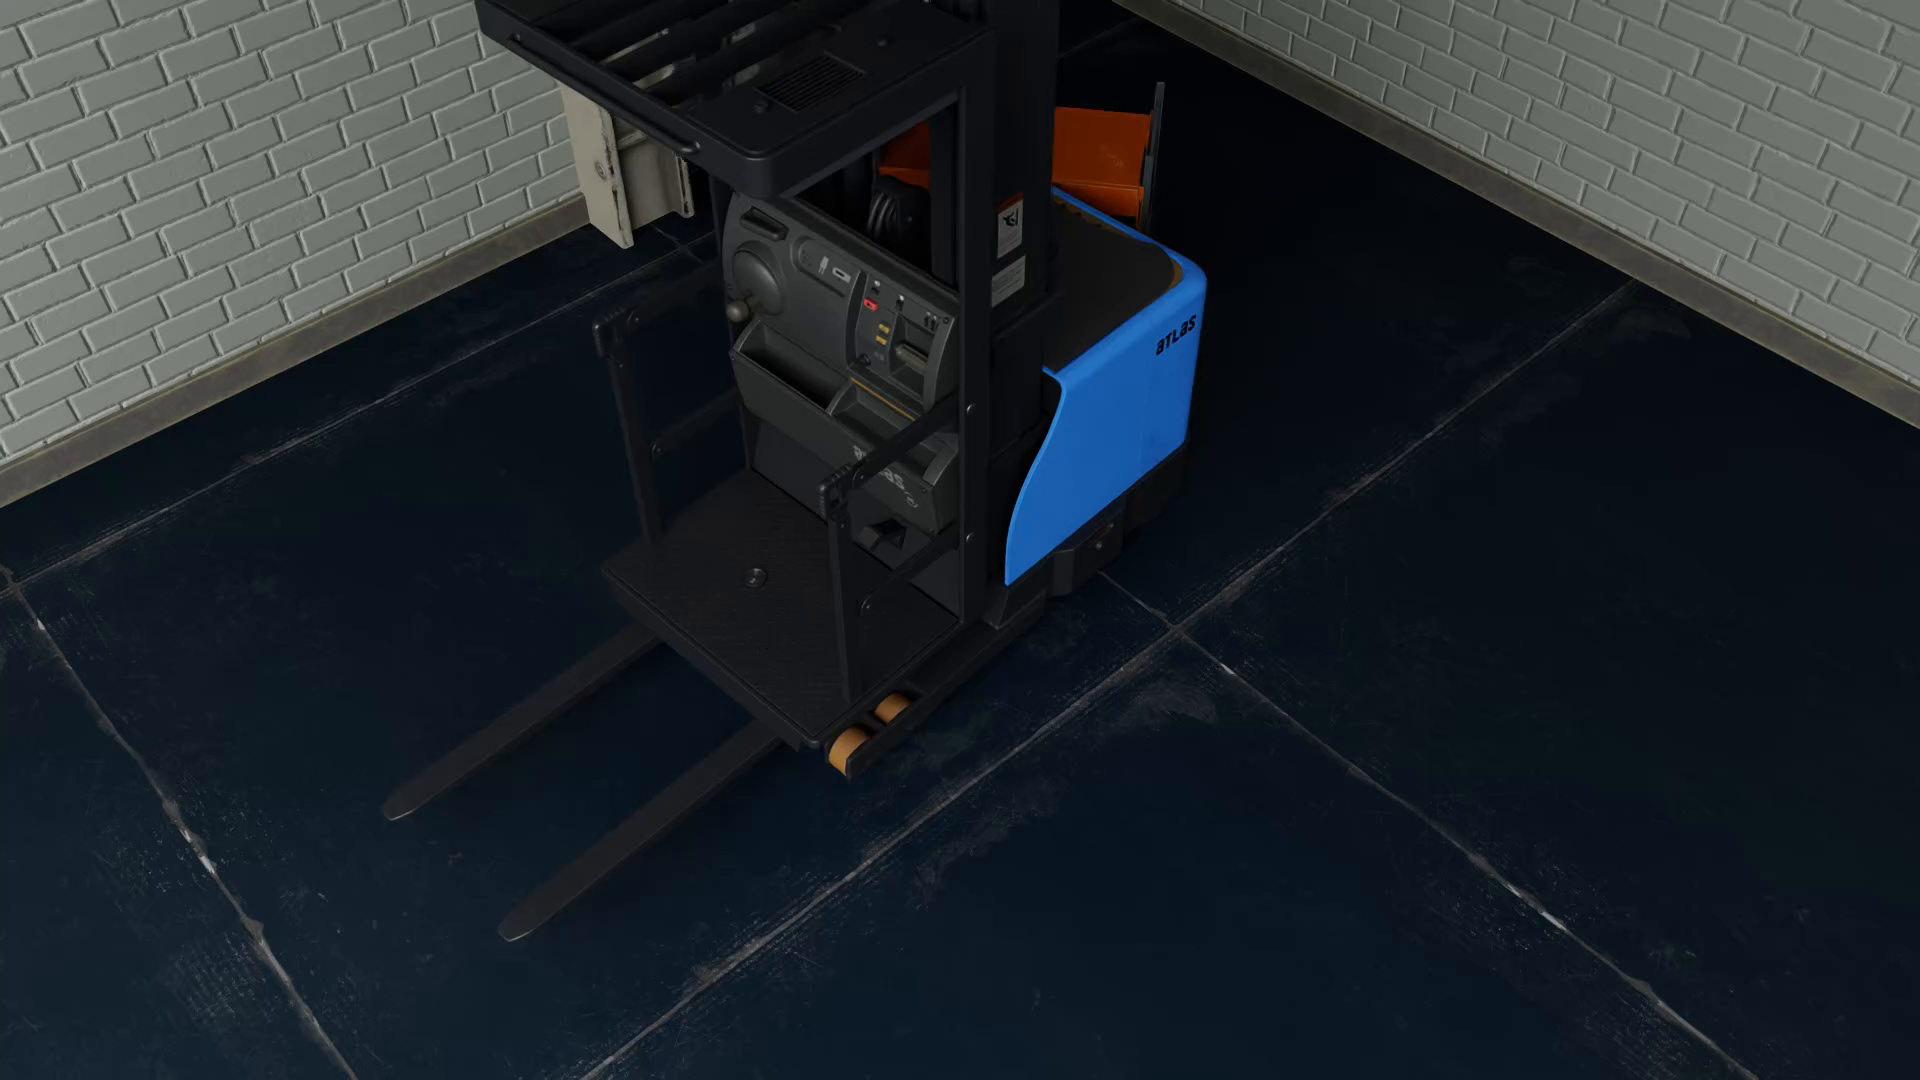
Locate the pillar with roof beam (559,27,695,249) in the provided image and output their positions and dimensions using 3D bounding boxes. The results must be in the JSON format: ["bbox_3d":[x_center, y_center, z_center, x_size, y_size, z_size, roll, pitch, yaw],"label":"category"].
[{"bbox_3d":[1.436,-2.195,2.152,0.400,9.000,9.100,-34,56,-27],"label":"pillar with roof beam"}]

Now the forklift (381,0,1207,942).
[{"bbox_3d":[-0.520,-0.642,4.848,1.130,2.935,3.031,35,56,28],"label":"forklift"}]

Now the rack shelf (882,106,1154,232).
[{"bbox_3d":[0.223,-1.443,6.417,1.000,0.278,0.538,7,48,6],"label":"rack shelf"}]

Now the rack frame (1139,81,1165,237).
[{"bbox_3d":[0.725,-1.183,6.576,0.032,1.125,0.500,7,48,6],"label":"rack frame"}]

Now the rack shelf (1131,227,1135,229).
[{"bbox_3d":[0.223,-1.078,6.812,1.000,0.278,0.538,7,48,6],"label":"rack shelf"}]

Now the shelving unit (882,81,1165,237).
[{"bbox_3d":[0.223,-1.244,6.633,1.048,1.125,0.538,7,48,6],"label":"shelving unit"}]
